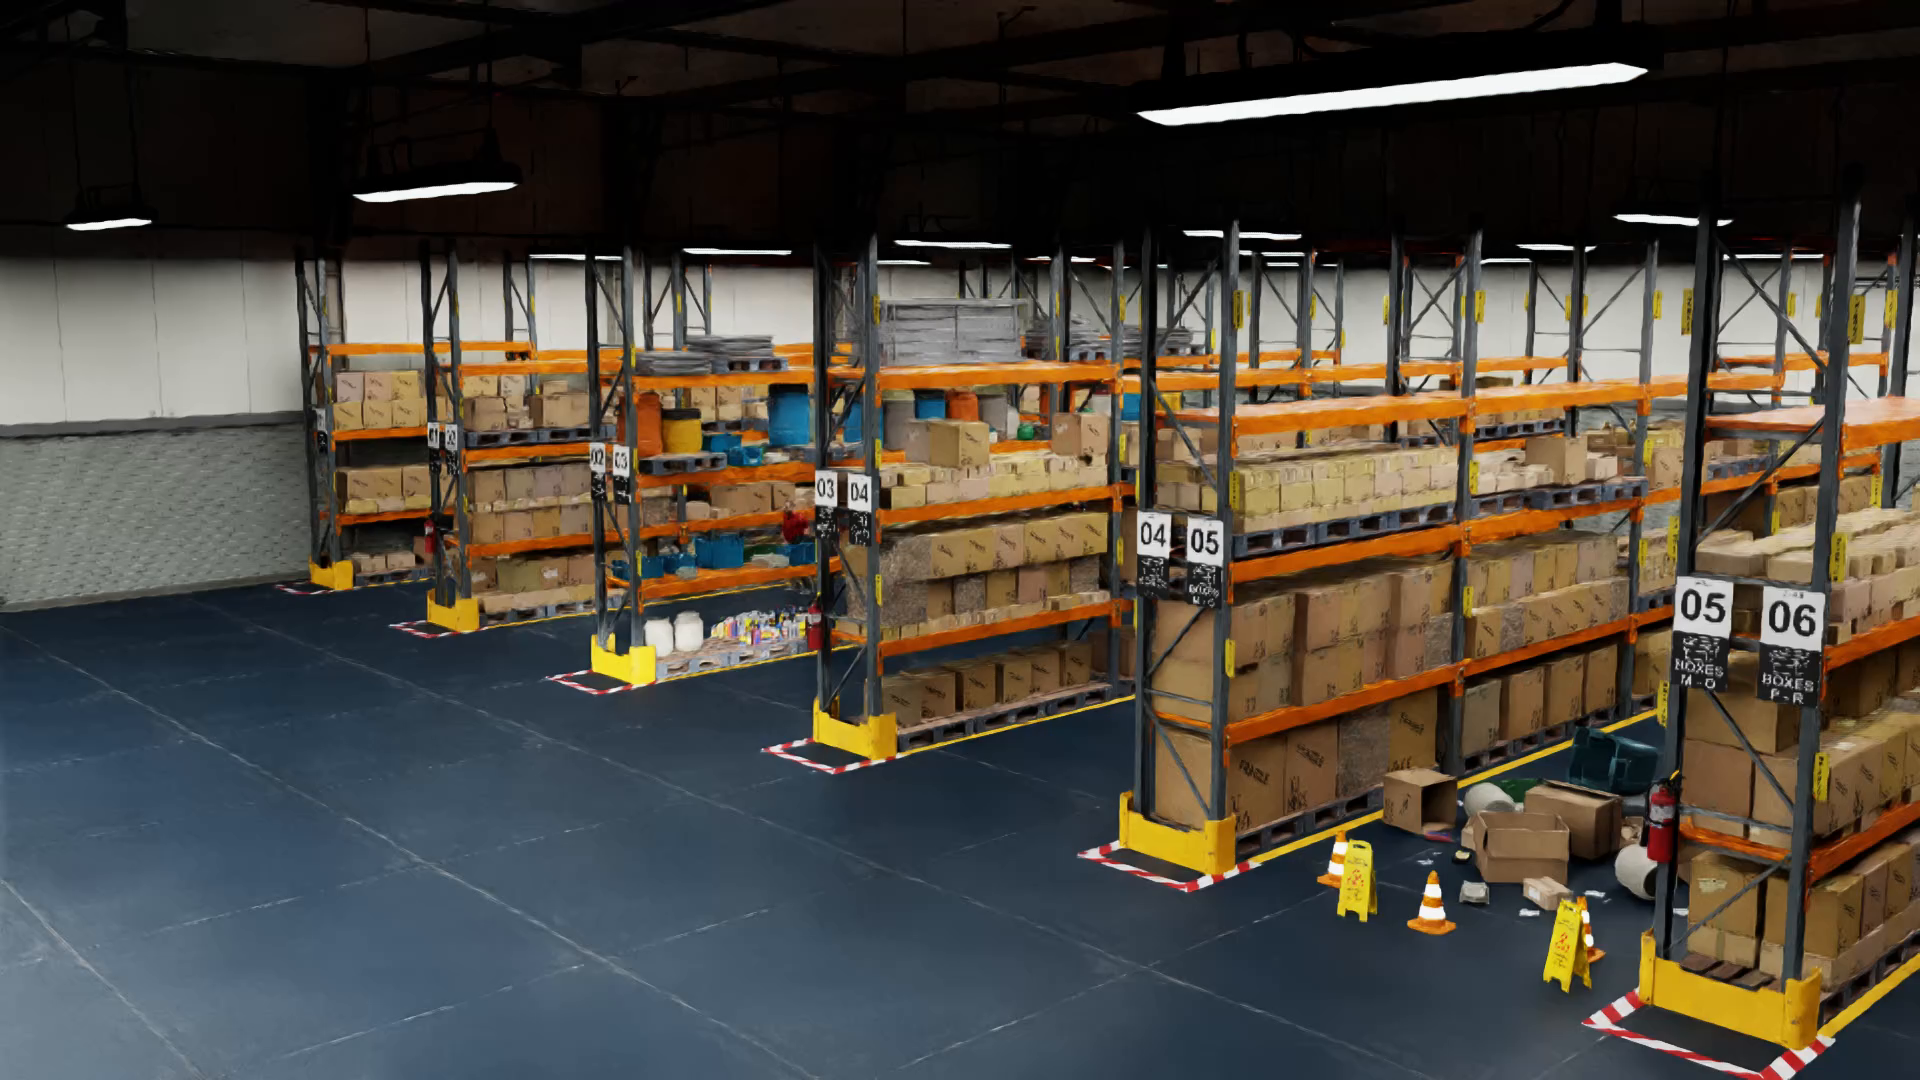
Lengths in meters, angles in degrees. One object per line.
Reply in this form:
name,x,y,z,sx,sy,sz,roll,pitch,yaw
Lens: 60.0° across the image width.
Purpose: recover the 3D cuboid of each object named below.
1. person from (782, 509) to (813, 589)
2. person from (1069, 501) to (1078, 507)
person,-2.837,0.157,28.922,0.472,1.418,0.645,-8,12,-44
person,2.259,-0.522,33.048,1.031,1.716,0.574,-8,12,-43
